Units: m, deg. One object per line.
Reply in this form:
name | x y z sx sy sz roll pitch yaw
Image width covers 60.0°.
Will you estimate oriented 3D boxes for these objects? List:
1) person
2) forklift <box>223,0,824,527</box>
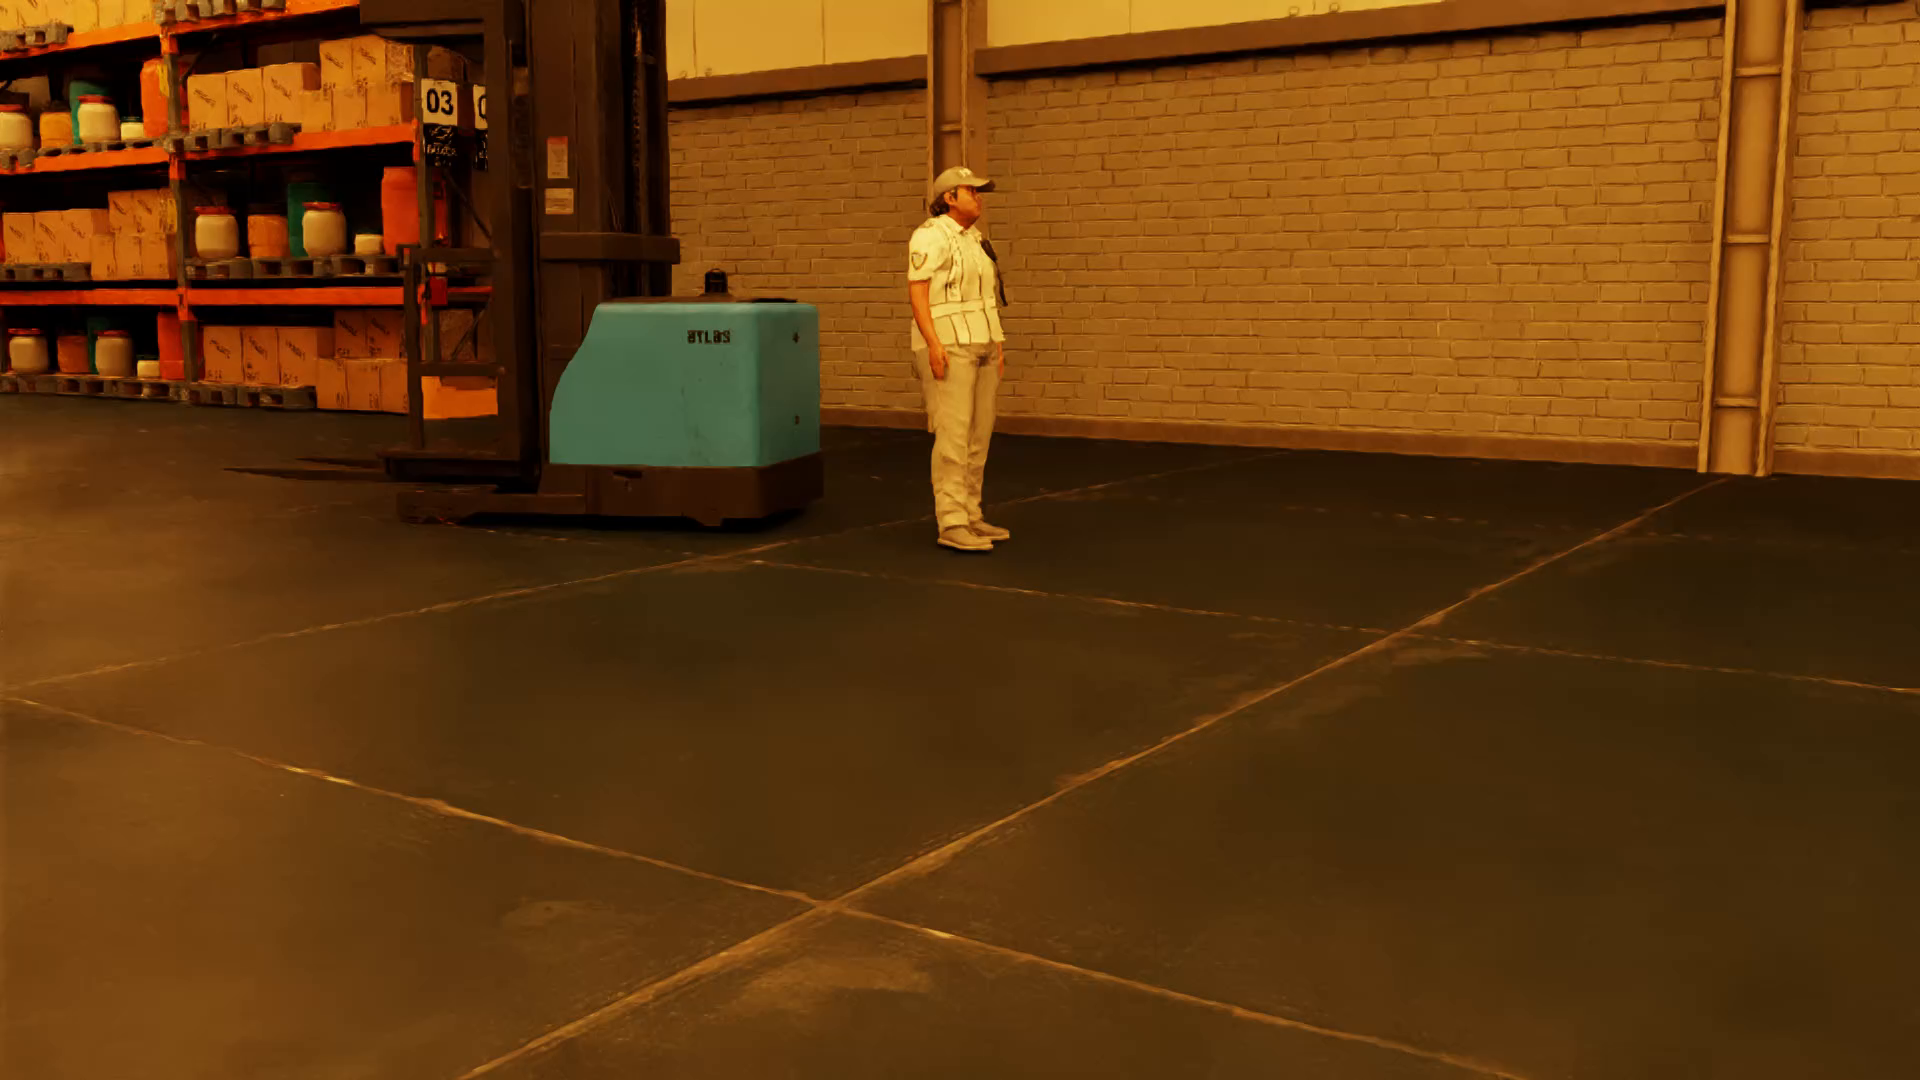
person | 0.051 -0.824 7.424 0.529 1.669 0.598 5 10 34
forklift | -2.286 -1.597 8.424 3.031 2.935 1.130 2 8 14
